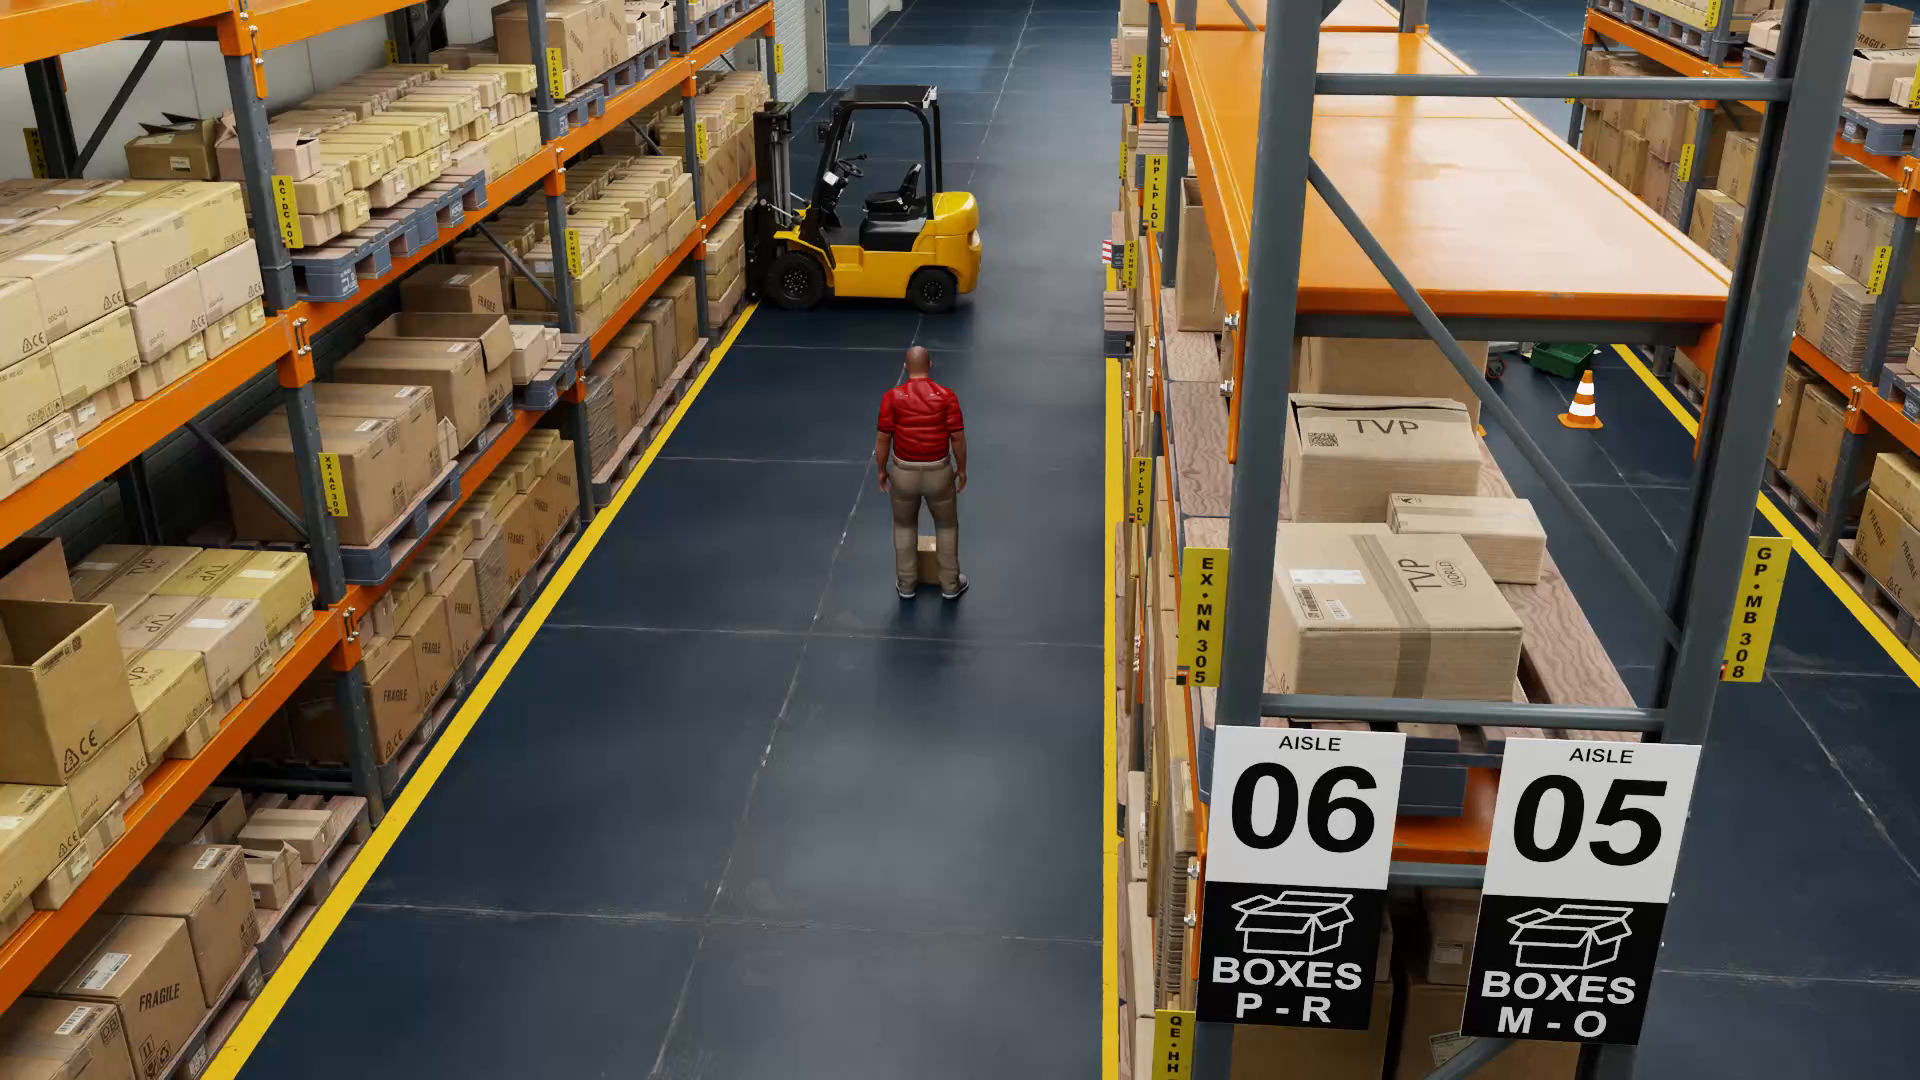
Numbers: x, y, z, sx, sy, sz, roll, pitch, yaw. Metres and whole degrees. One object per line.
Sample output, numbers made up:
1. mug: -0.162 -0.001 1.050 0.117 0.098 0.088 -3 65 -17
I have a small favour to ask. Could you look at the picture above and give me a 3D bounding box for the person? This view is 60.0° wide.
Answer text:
1. person: -0.246 -0.434 10.982 0.605 1.728 0.385 1 24 1
